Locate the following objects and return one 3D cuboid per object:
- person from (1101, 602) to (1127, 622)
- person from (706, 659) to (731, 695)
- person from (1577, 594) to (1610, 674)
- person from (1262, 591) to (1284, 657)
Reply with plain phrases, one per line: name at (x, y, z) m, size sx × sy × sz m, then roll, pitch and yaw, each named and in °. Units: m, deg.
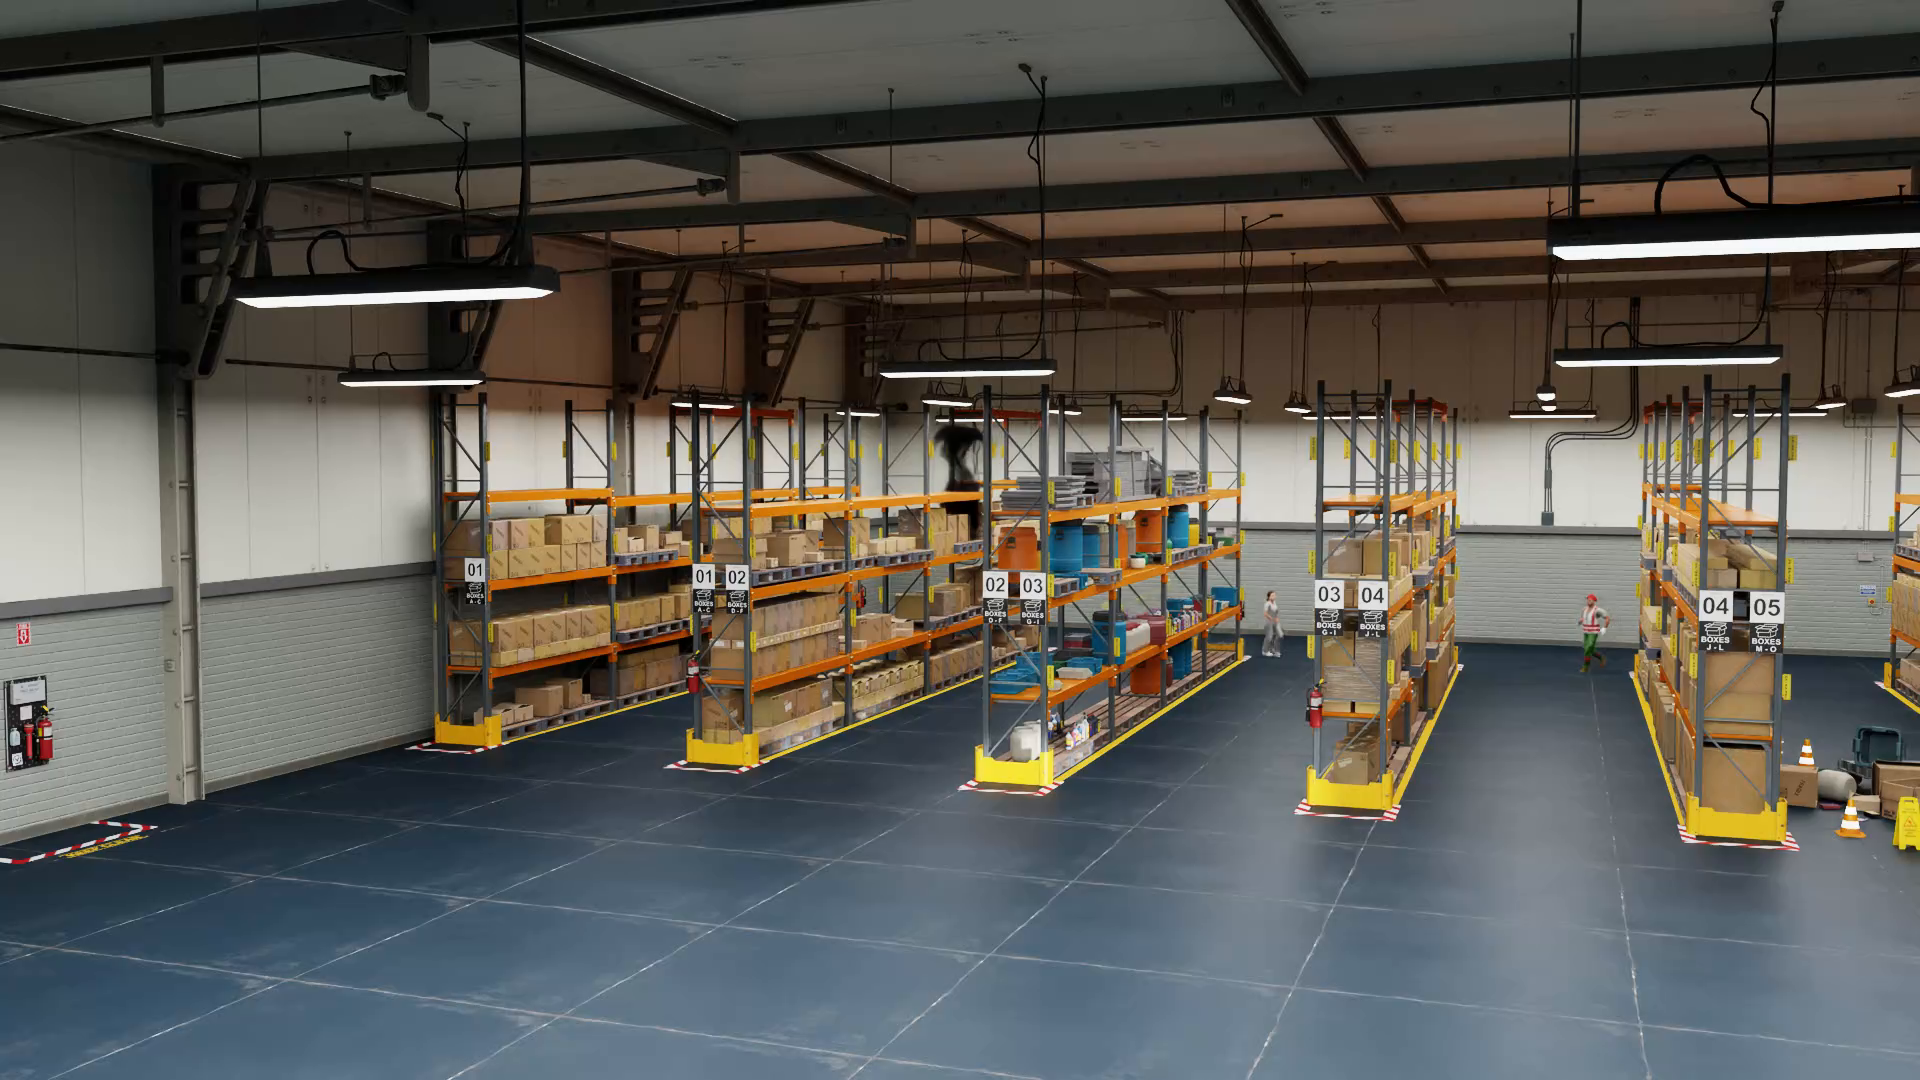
person at (3.382, 2.206, 37.012) m, size 0.733 × 1.712 × 1.045 m, roll 1°, pitch 3°, yaw 23°
person at (-4.290, 2.629, 29.700) m, size 0.534 × 1.561 × 0.576 m, roll 1°, pitch 3°, yaw 14°
person at (14.309, 2.116, 37.628) m, size 0.909 × 1.783 × 0.693 m, roll -1°, pitch 3°, yaw -24°
person at (7.522, 2.055, 40.455) m, size 0.576 × 1.661 × 0.672 m, roll -2°, pitch 4°, yaw -34°
